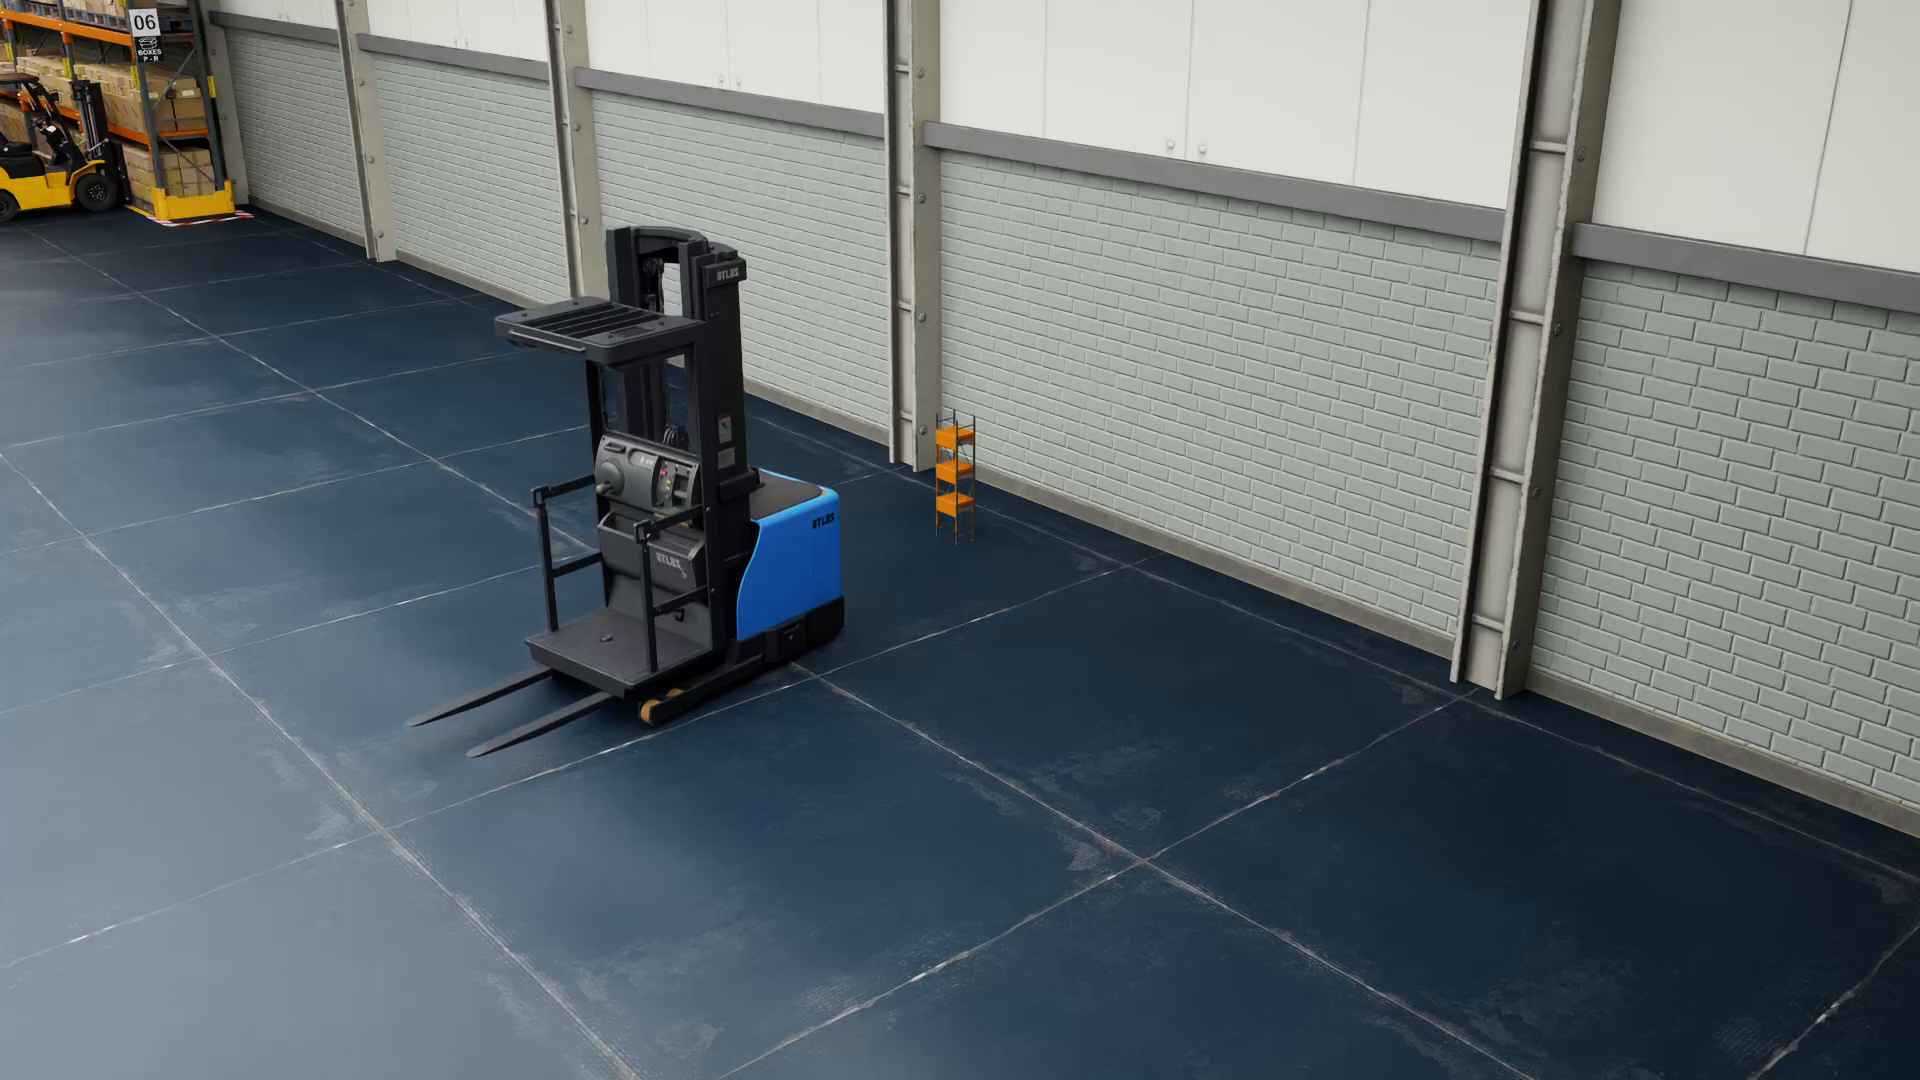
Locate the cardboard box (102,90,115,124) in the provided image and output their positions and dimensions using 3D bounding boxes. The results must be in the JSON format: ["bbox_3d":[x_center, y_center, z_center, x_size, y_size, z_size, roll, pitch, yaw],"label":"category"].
[{"bbox_3d":[-13.907,-7.211,27.645,0.500,0.500,0.500,-17,27,-37],"label":"cardboard box"}]

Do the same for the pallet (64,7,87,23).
[{"bbox_3d":[-14.418,-8.899,28.100,1.003,0.211,1.213,-17,27,-37],"label":"pallet"}]

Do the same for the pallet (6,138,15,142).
[{"bbox_3d":[-18.857,-8.132,33.956,1.003,0.211,1.213,-17,27,-37],"label":"pallet"}]

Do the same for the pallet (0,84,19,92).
[{"bbox_3d":[-18.101,-8.959,32.508,1.213,0.211,1.003,-17,27,-37],"label":"pallet"}]

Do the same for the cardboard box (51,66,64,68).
[{"bbox_3d":[-16.084,-8.438,29.889,0.380,0.149,0.250,-18,28,-39],"label":"cardboard box"}]

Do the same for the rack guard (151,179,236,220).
[{"bbox_3d":[-12.368,-5.497,26.834,1.175,0.500,0.348,-17,27,-37],"label":"rack guard"}]

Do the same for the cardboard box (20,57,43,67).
[{"bbox_3d":[-17.446,-8.995,31.310,0.380,0.149,0.250,-17,27,-36],"label":"cardboard box"}]

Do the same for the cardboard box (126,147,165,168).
[{"bbox_3d":[-13.258,-6.241,27.129,0.500,0.250,0.500,-17,27,-36],"label":"cardboard box"}]

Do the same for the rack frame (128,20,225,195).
[{"bbox_3d":[-12.384,-6.668,26.395,1.000,3.000,0.127,-17,27,-37],"label":"rack frame"}]

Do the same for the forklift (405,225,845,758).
[{"bbox_3d":[-2.136,-0.398,10.480,1.130,2.935,3.031,17,27,36],"label":"forklift"}]

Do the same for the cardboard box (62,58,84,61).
[{"bbox_3d":[-16.537,-8.911,31.096,0.380,0.149,0.250,-18,27,-38],"label":"cardboard box"}]

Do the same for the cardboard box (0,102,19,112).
[{"bbox_3d":[-19.284,-8.809,33.823,0.380,0.149,0.250,-16,27,-36],"label":"cardboard box"}]

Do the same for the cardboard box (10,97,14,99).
[{"bbox_3d":[-19.758,-9.284,35.036,0.380,0.149,0.250,-19,28,-39],"label":"cardboard box"}]

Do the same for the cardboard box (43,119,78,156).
[{"bbox_3d":[-16.777,-7.614,31.490,0.875,0.625,0.625,-16,27,-36],"label":"cardboard box"}]

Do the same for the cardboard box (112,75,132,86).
[{"bbox_3d":[-13.513,-7.462,26.989,0.380,0.149,0.250,-17,27,-36],"label":"cardboard box"}]

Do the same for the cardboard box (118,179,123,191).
[{"bbox_3d":[-13.923,-6.056,28.027,0.500,0.250,0.500,-16,27,-36],"label":"cardboard box"}]

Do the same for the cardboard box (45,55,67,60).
[{"bbox_3d":[-17.240,-9.185,31.795,0.380,0.149,0.250,-16,27,-36],"label":"cardboard box"}]

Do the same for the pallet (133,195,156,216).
[{"bbox_3d":[-12.915,-5.571,27.417,1.003,0.211,1.213,-17,27,-37],"label":"pallet"}]

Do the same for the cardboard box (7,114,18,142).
[{"bbox_3d":[-18.707,-8.260,33.312,0.500,0.500,0.500,-16,27,-35],"label":"cardboard box"}]

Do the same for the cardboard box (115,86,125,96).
[{"bbox_3d":[-13.498,-7.329,27.056,0.380,0.149,0.250,-19,28,-39],"label":"cardboard box"}]

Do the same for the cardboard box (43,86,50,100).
[{"bbox_3d":[-16.498,-8.203,30.520,0.500,0.250,0.500,-16,27,-36],"label":"cardboard box"}]

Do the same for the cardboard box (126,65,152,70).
[{"bbox_3d":[-14.031,-8.040,28.465,0.380,0.149,0.250,-18,28,-38],"label":"cardboard box"}]

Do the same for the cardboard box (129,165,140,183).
[{"bbox_3d":[-13.258,-6.017,27.242,0.500,0.250,0.500,-18,28,-38],"label":"cardboard box"}]

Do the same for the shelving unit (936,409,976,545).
[{"bbox_3d":[-0.035,-0.504,13.330,0.215,1.050,0.252,-17,27,-37],"label":"shelving unit"}]

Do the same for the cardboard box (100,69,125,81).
[{"bbox_3d":[-14.111,-7.764,27.760,0.380,0.149,0.250,-18,27,-38],"label":"cardboard box"}]

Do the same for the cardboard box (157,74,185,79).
[{"bbox_3d":[-12.770,-7.448,26.953,0.380,0.149,0.250,-17,27,-36],"label":"cardboard box"}]

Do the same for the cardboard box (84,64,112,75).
[{"bbox_3d":[-14.759,-8.055,28.501,0.380,0.149,0.250,-17,27,-37],"label":"cardboard box"}]

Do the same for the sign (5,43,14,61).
[{"bbox_3d":[-18.011,-9.248,31.505,0.100,0.325,0.005,-17,27,-37],"label":"sign"}]

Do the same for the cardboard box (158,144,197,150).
[{"bbox_3d":[-12.883,-6.364,27.442,0.500,0.250,0.500,-17,27,-37],"label":"cardboard box"}]

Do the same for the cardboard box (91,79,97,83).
[{"bbox_3d":[-14.350,-7.676,27.941,0.380,0.149,0.250,-18,28,-38],"label":"cardboard box"}]

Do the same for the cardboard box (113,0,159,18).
[{"bbox_3d":[-12.857,-8.417,25.899,0.500,0.500,0.500,-16,27,-36],"label":"cardboard box"}]

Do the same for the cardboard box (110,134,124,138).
[{"bbox_3d":[-14.591,-6.802,28.560,0.500,0.250,0.500,-17,27,-37],"label":"cardboard box"}]

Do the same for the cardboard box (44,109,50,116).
[{"bbox_3d":[-18.086,-8.559,33.187,0.380,0.149,0.250,-17,27,-37],"label":"cardboard box"}]

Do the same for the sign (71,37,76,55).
[{"bbox_3d":[-17.187,-9.550,32.166,0.100,0.325,0.005,-17,27,-37],"label":"sign"}]

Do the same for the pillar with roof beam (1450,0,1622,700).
[{"bbox_3d":[0.249,-2.212,6.794,9.100,9.000,0.400,-17,27,-37],"label":"pillar with roof beam"}]

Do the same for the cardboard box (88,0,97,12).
[{"bbox_3d":[-13.803,-8.896,27.117,0.797,0.503,0.637,-16,27,-36],"label":"cardboard box"}]

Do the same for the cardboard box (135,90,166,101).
[{"bbox_3d":[-12.822,-7.045,26.332,0.380,0.149,0.250,-17,27,-37],"label":"cardboard box"}]

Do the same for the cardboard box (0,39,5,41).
[{"bbox_3d":[-20.070,-10.038,34.288,0.700,0.500,0.500,-17,27,-36],"label":"cardboard box"}]

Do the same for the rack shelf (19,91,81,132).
[{"bbox_3d":[-16.300,-7.990,30.758,1.077,0.370,4.000,-17,27,-37],"label":"rack shelf"}]

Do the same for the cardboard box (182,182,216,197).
[{"bbox_3d":[-12.556,-5.765,27.285,0.500,0.250,0.500,-17,27,-37],"label":"cardboard box"}]

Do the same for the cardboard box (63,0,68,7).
[{"bbox_3d":[-14.932,-9.098,28.119,0.380,0.149,0.250,-17,27,-36],"label":"cardboard box"}]

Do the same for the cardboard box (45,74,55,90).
[{"bbox_3d":[-16.180,-8.294,30.066,0.500,0.250,0.500,-17,27,-36],"label":"cardboard box"}]

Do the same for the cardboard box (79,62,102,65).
[{"bbox_3d":[-15.854,-8.634,30.390,0.380,0.149,0.250,-18,27,-38],"label":"cardboard box"}]

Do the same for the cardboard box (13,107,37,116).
[{"bbox_3d":[-18.598,-8.523,33.093,0.380,0.149,0.250,-16,27,-36],"label":"cardboard box"}]

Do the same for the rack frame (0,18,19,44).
[{"bbox_3d":[-20.217,-9.983,34.859,1.000,3.000,0.127,-17,27,-37],"label":"rack frame"}]

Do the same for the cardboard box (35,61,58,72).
[{"bbox_3d":[-16.770,-8.714,30.593,0.380,0.149,0.250,-17,27,-36],"label":"cardboard box"}]

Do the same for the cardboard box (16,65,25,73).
[{"bbox_3d":[-17.520,-8.854,31.497,0.500,0.250,0.500,-17,27,-37],"label":"cardboard box"}]

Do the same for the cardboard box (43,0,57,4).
[{"bbox_3d":[-15.652,-9.512,28.953,0.500,0.311,0.500,-19,28,-39],"label":"cardboard box"}]

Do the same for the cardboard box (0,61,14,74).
[{"bbox_3d":[-18.540,-9.218,32.536,0.500,0.250,0.500,-19,28,-40],"label":"cardboard box"}]

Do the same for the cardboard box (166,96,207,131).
[{"bbox_3d":[-12.497,-6.917,26.895,0.500,0.500,0.500,-16,27,-36],"label":"cardboard box"}]

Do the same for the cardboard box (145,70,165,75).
[{"bbox_3d":[-13.429,-7.733,27.679,0.380,0.149,0.250,-17,27,-37],"label":"cardboard box"}]

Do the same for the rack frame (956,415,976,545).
[{"bbox_3d":[0.045,-0.470,13.244,0.200,1.050,0.008,-17,27,-37],"label":"rack frame"}]

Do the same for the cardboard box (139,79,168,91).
[{"bbox_3d":[-12.777,-7.204,26.329,0.380,0.149,0.250,-17,27,-37],"label":"cardboard box"}]
